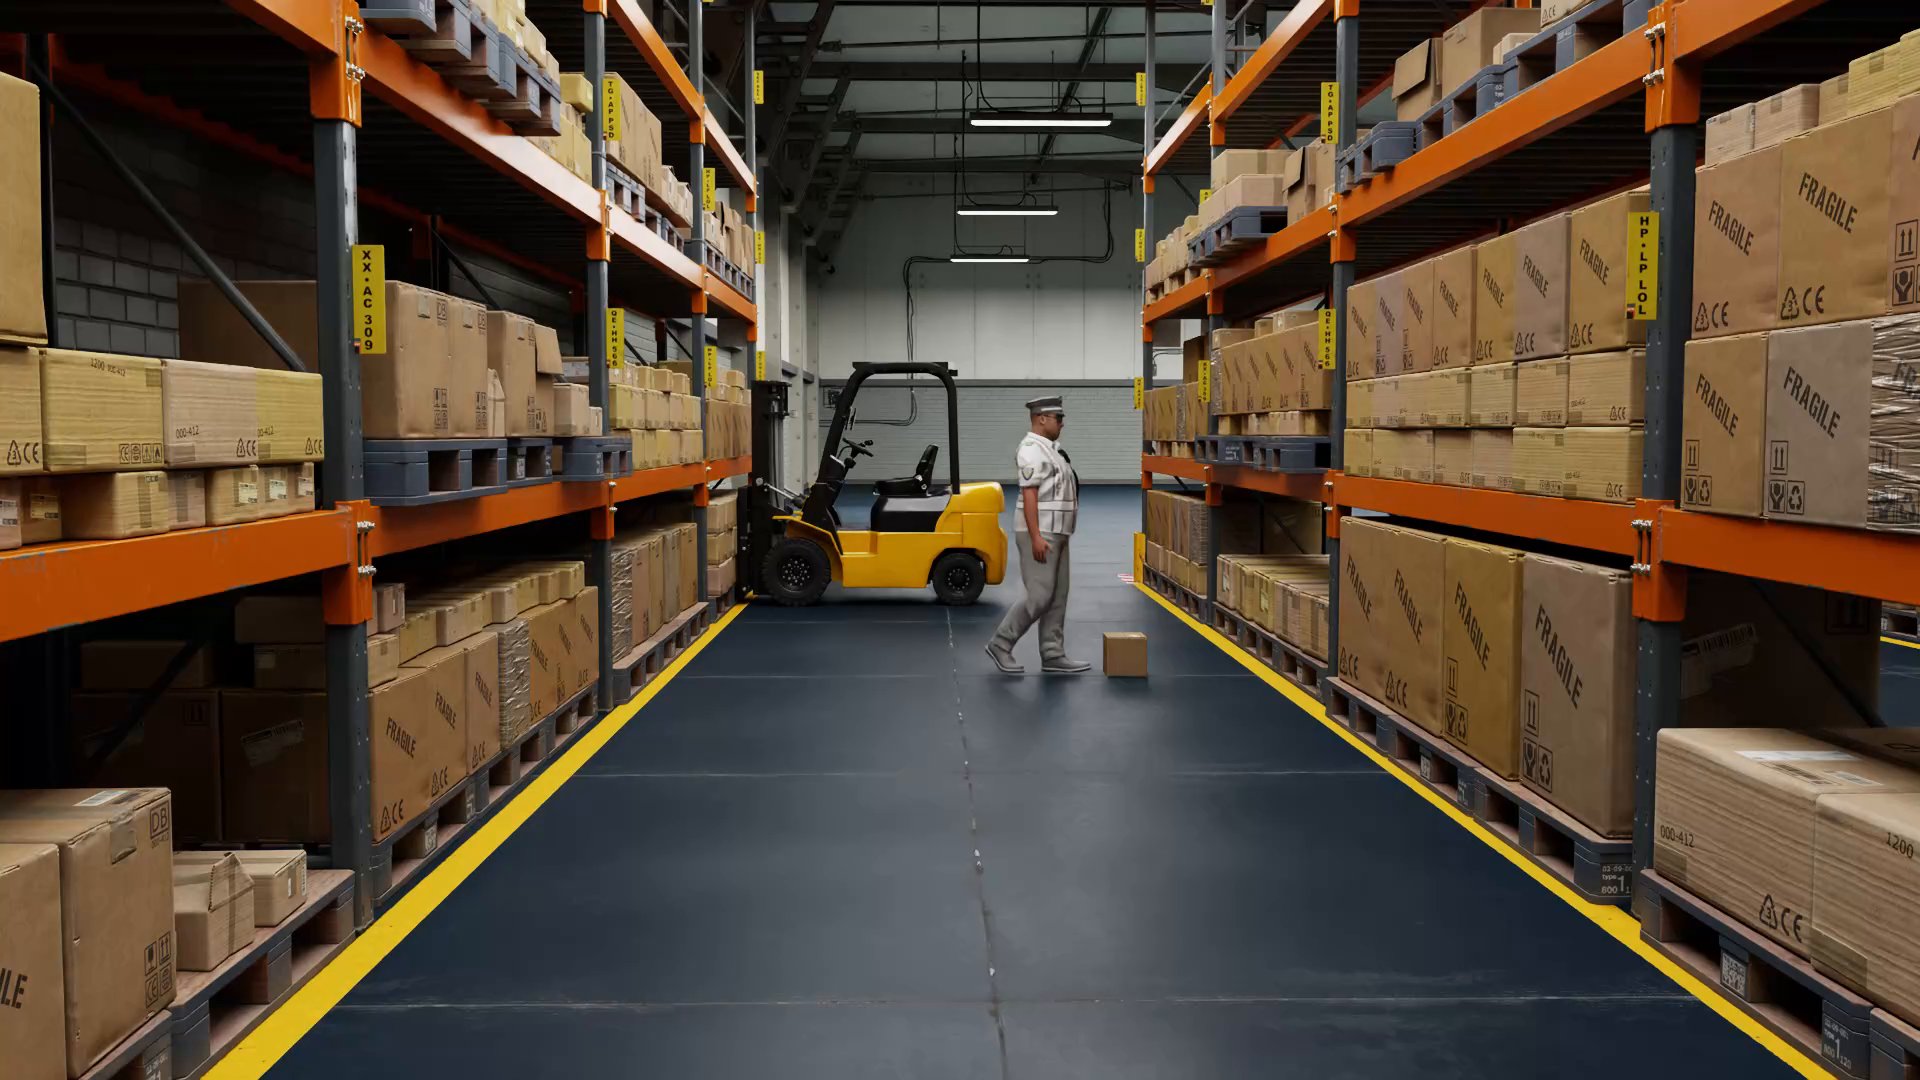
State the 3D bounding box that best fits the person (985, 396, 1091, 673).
[{"bbox_3d":[0.502,-0.035,10.508,0.657,1.745,0.554,1,4,18],"label":"person"}]
